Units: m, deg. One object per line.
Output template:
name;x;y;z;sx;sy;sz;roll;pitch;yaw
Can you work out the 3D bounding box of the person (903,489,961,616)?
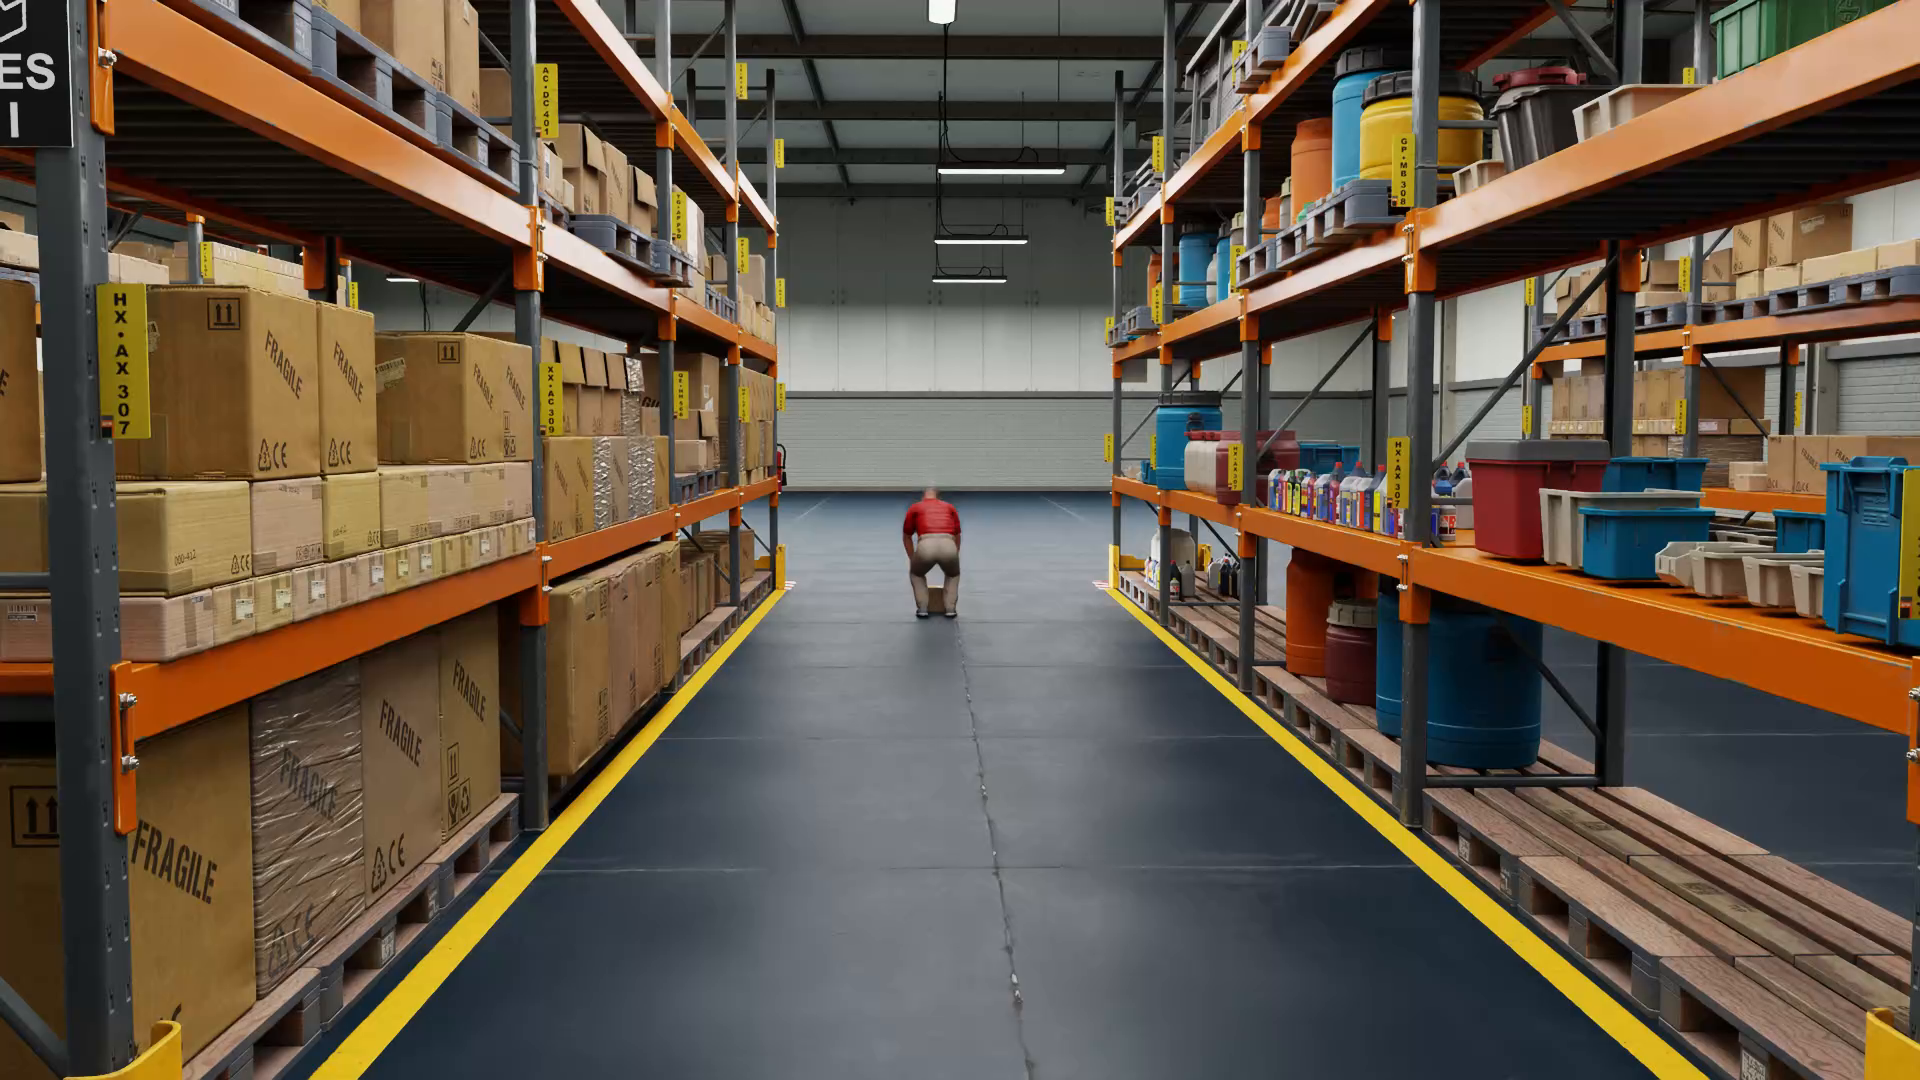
person;-0.279;0.132;16.576;0.586;1.249;0.783;0;4;-1
